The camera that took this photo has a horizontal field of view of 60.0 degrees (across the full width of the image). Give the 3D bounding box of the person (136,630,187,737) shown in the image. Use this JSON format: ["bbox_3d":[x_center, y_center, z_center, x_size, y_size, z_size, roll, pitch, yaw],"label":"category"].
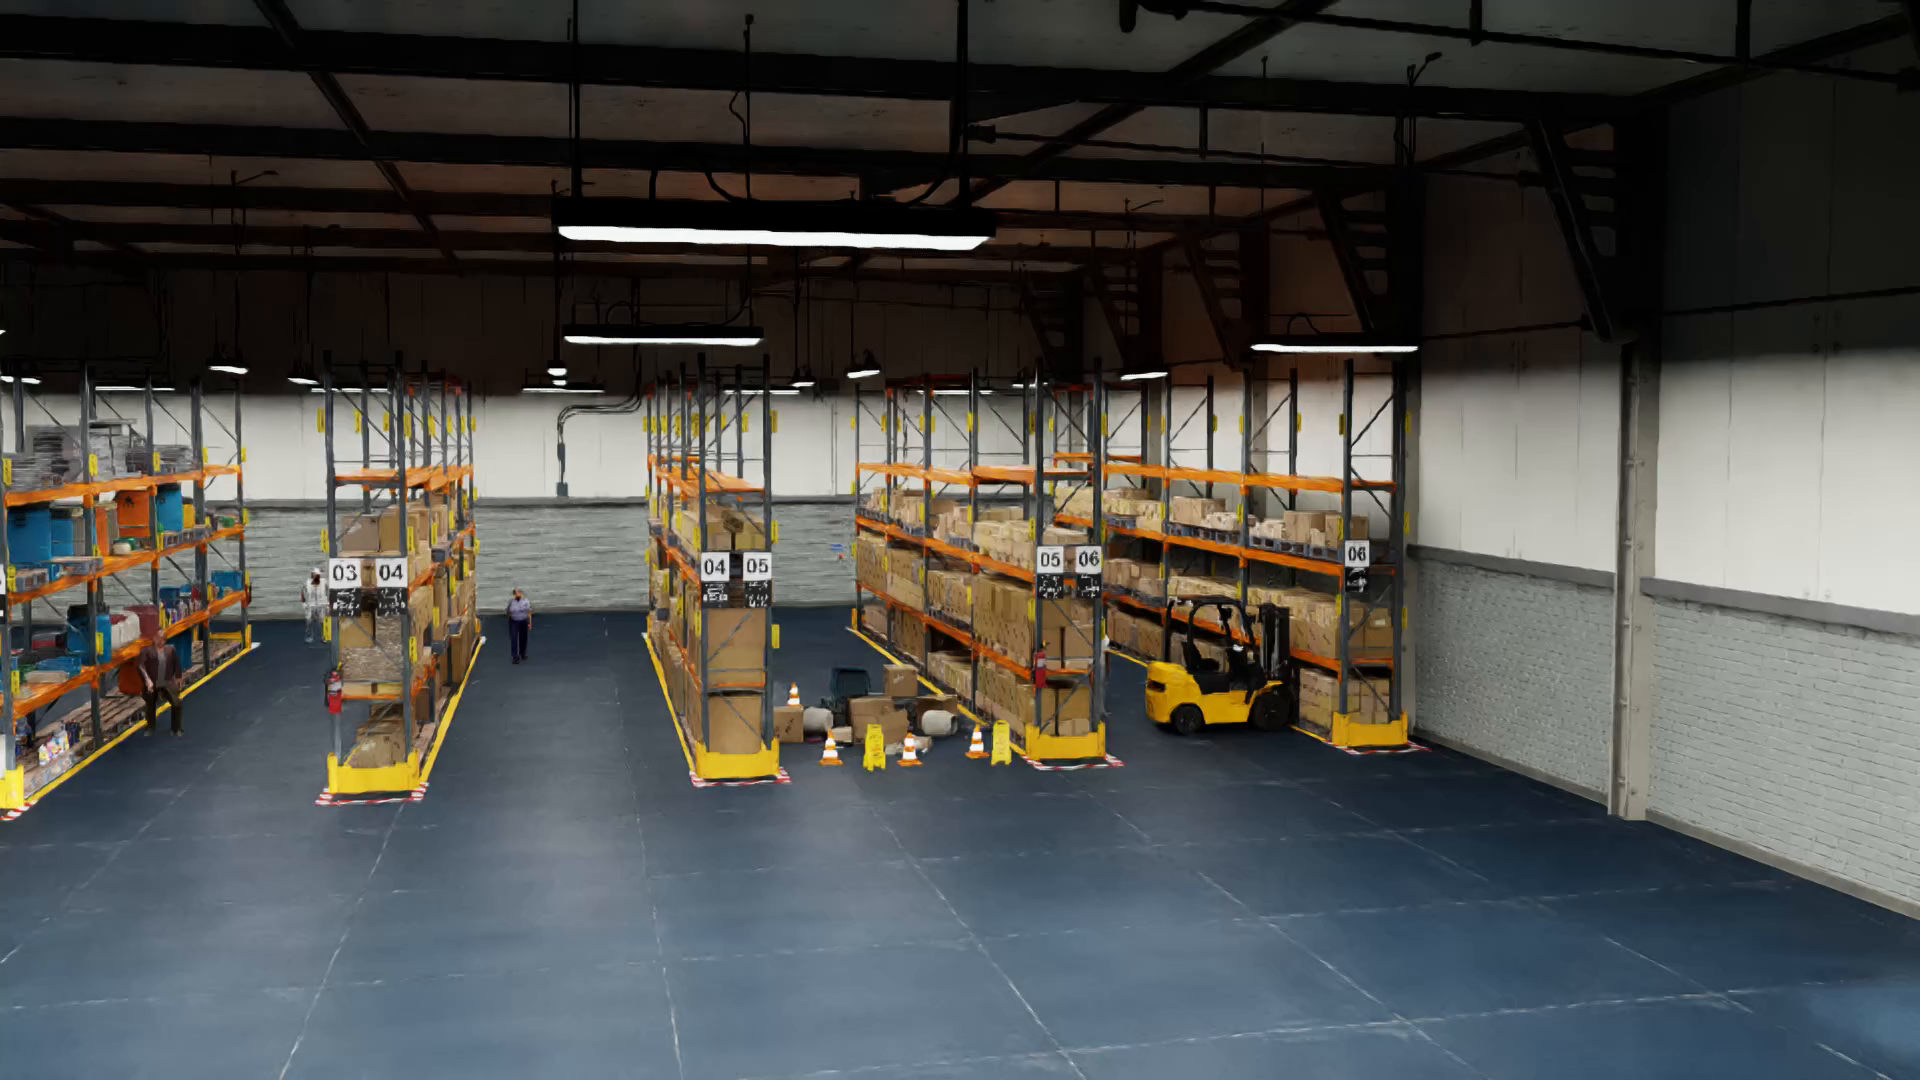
[{"bbox_3d":[-12.738,2.285,26.480,0.706,1.734,0.785,-3,5,-36],"label":"person"}]

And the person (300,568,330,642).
[{"bbox_3d":[-14.732,1.496,38.080,0.702,1.734,0.549,-1,4,-15],"label":"person"}]

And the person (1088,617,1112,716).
[{"bbox_3d":[2.396,2.164,28.634,0.507,1.679,0.415,4,6,45],"label":"person"}]

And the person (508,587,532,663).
[{"bbox_3d":[-9.263,1.768,35.013,0.493,1.589,1.000,-1,4,-14],"label":"person"}]
